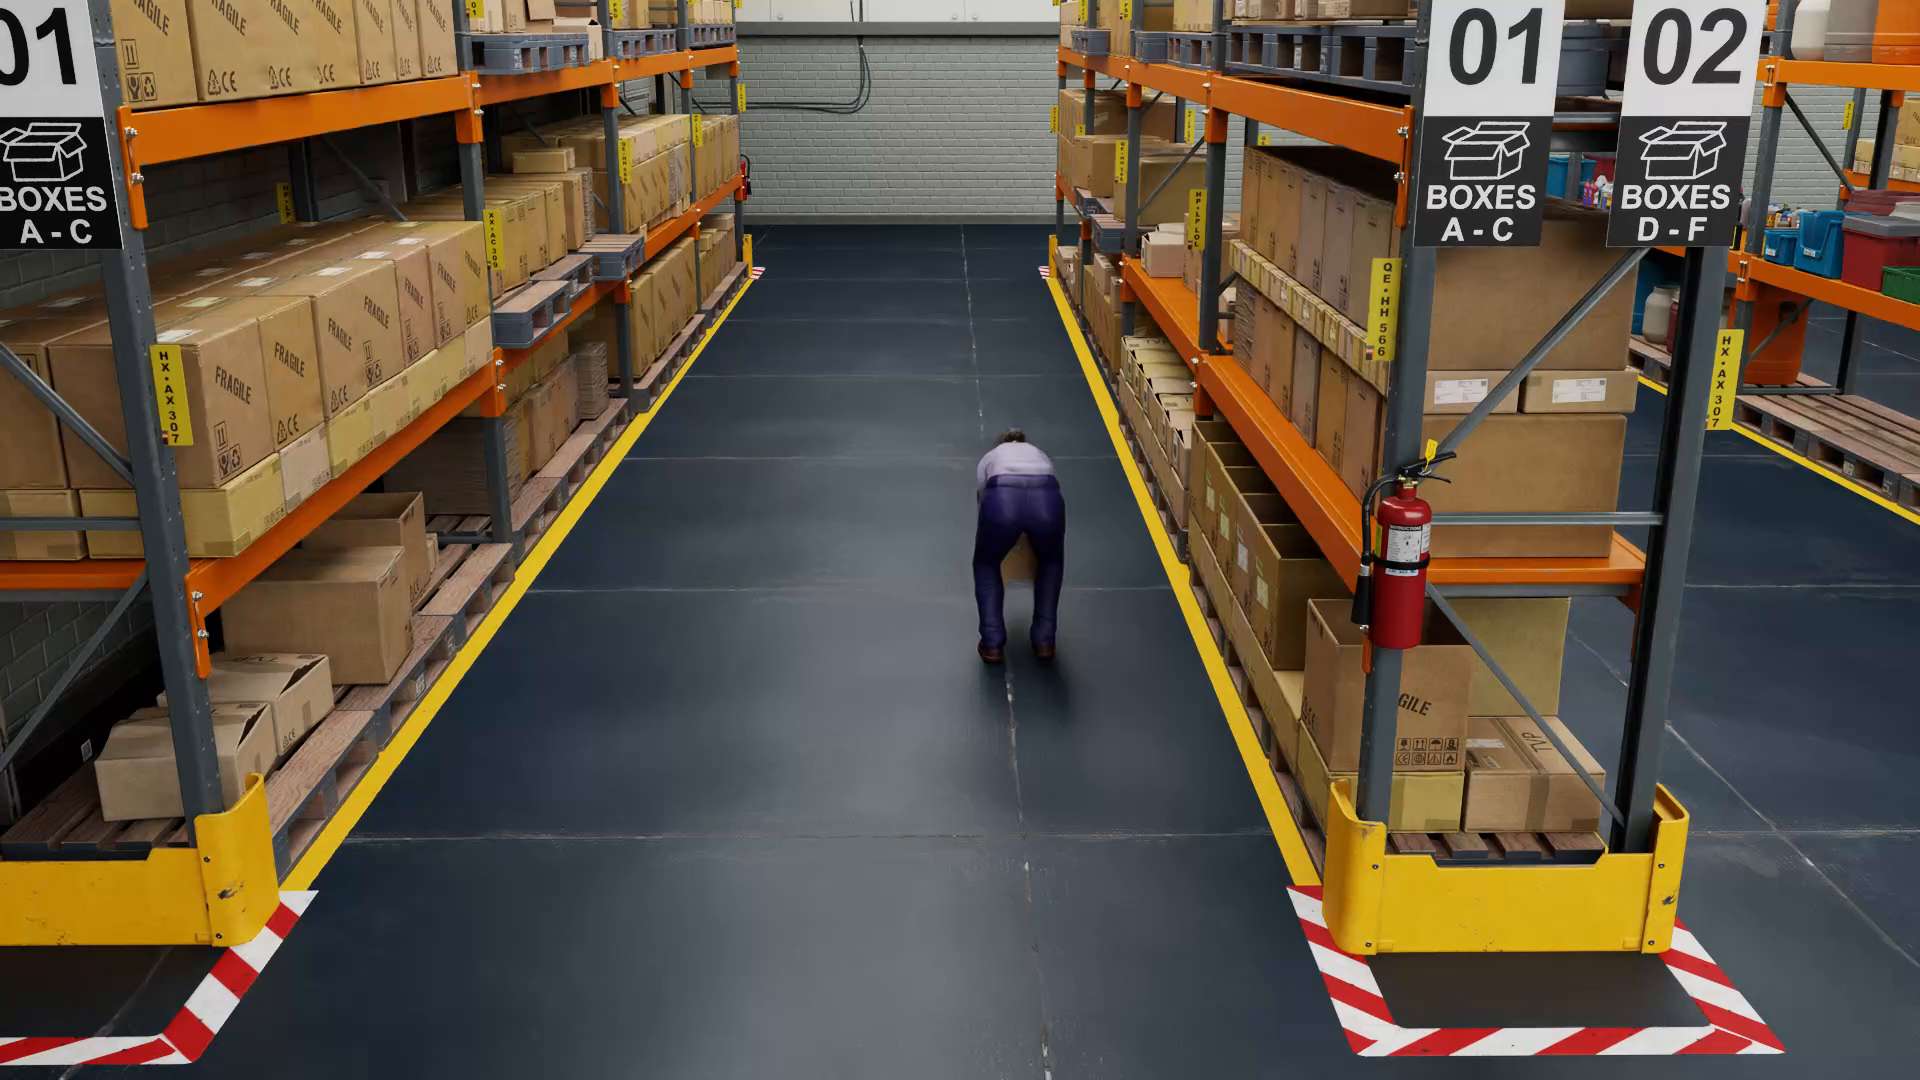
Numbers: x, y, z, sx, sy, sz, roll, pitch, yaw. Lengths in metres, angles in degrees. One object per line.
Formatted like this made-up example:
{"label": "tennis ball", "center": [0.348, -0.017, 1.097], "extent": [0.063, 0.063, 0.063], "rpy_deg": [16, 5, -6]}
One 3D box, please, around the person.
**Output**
{"label": "person", "center": [0.292, 0.017, 8.497], "extent": [0.468, 1.072, 0.904], "rpy_deg": [-1, 17, -2]}
